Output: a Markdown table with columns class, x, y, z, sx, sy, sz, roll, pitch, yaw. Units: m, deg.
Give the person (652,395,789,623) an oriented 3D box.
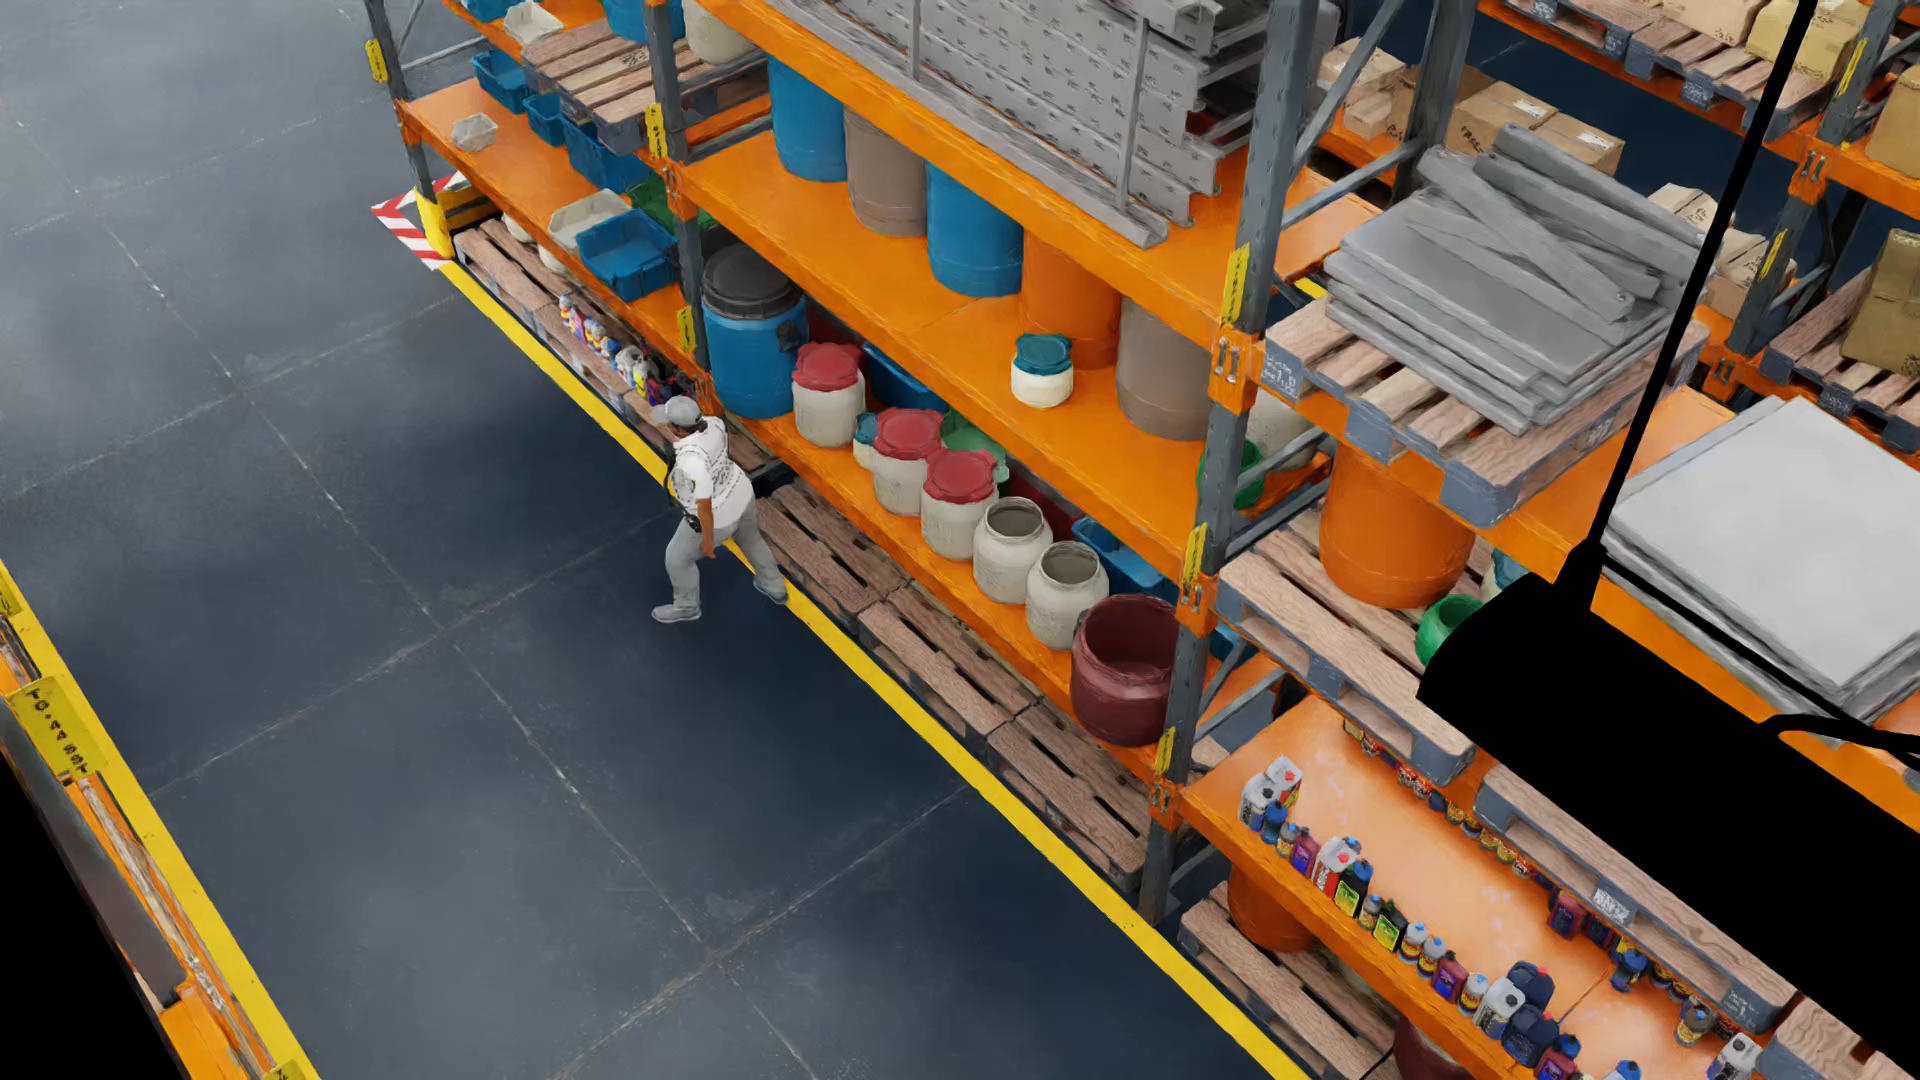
| class | x | y | z | sx | sy | sz | roll | pitch | yaw |
| --- | --- | --- | --- | --- | --- | --- | --- | --- | --- |
| person | -1.439 | -0.180 | 9.648 | 0.724 | 1.609 | 0.628 | 16 | 48 | 14 |
